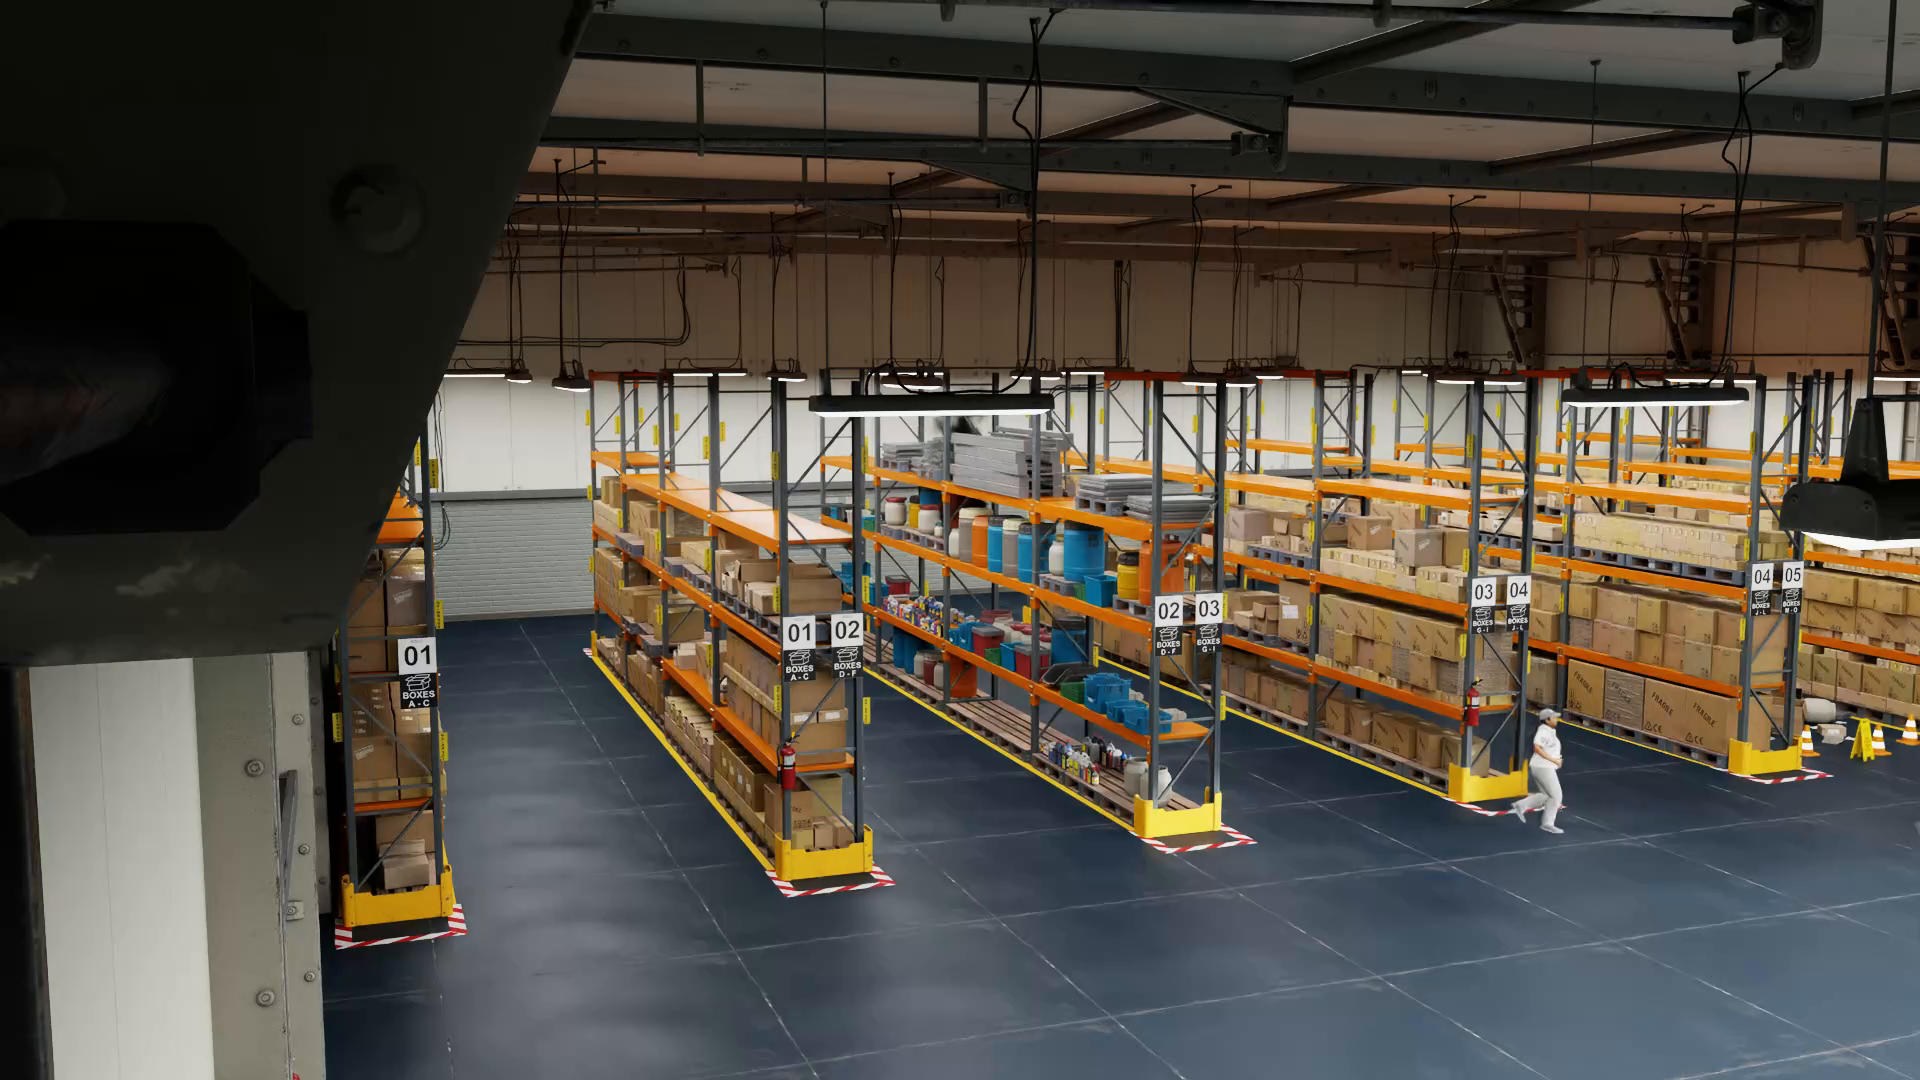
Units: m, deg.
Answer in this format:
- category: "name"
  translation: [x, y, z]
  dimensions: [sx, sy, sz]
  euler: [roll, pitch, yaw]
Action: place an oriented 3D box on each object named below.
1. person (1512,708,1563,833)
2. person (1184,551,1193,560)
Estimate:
- category: "person"
  translation: [7.769, 3.063, 22.281]
  dimensions: [0.672, 1.629, 0.647]
  euler: [3, 7, 22]
- category: "person"
  translation: [5.391, 0.928, 40.847]
  dimensions: [0.540, 1.689, 0.737]
  euler: [-5, 8, -35]
